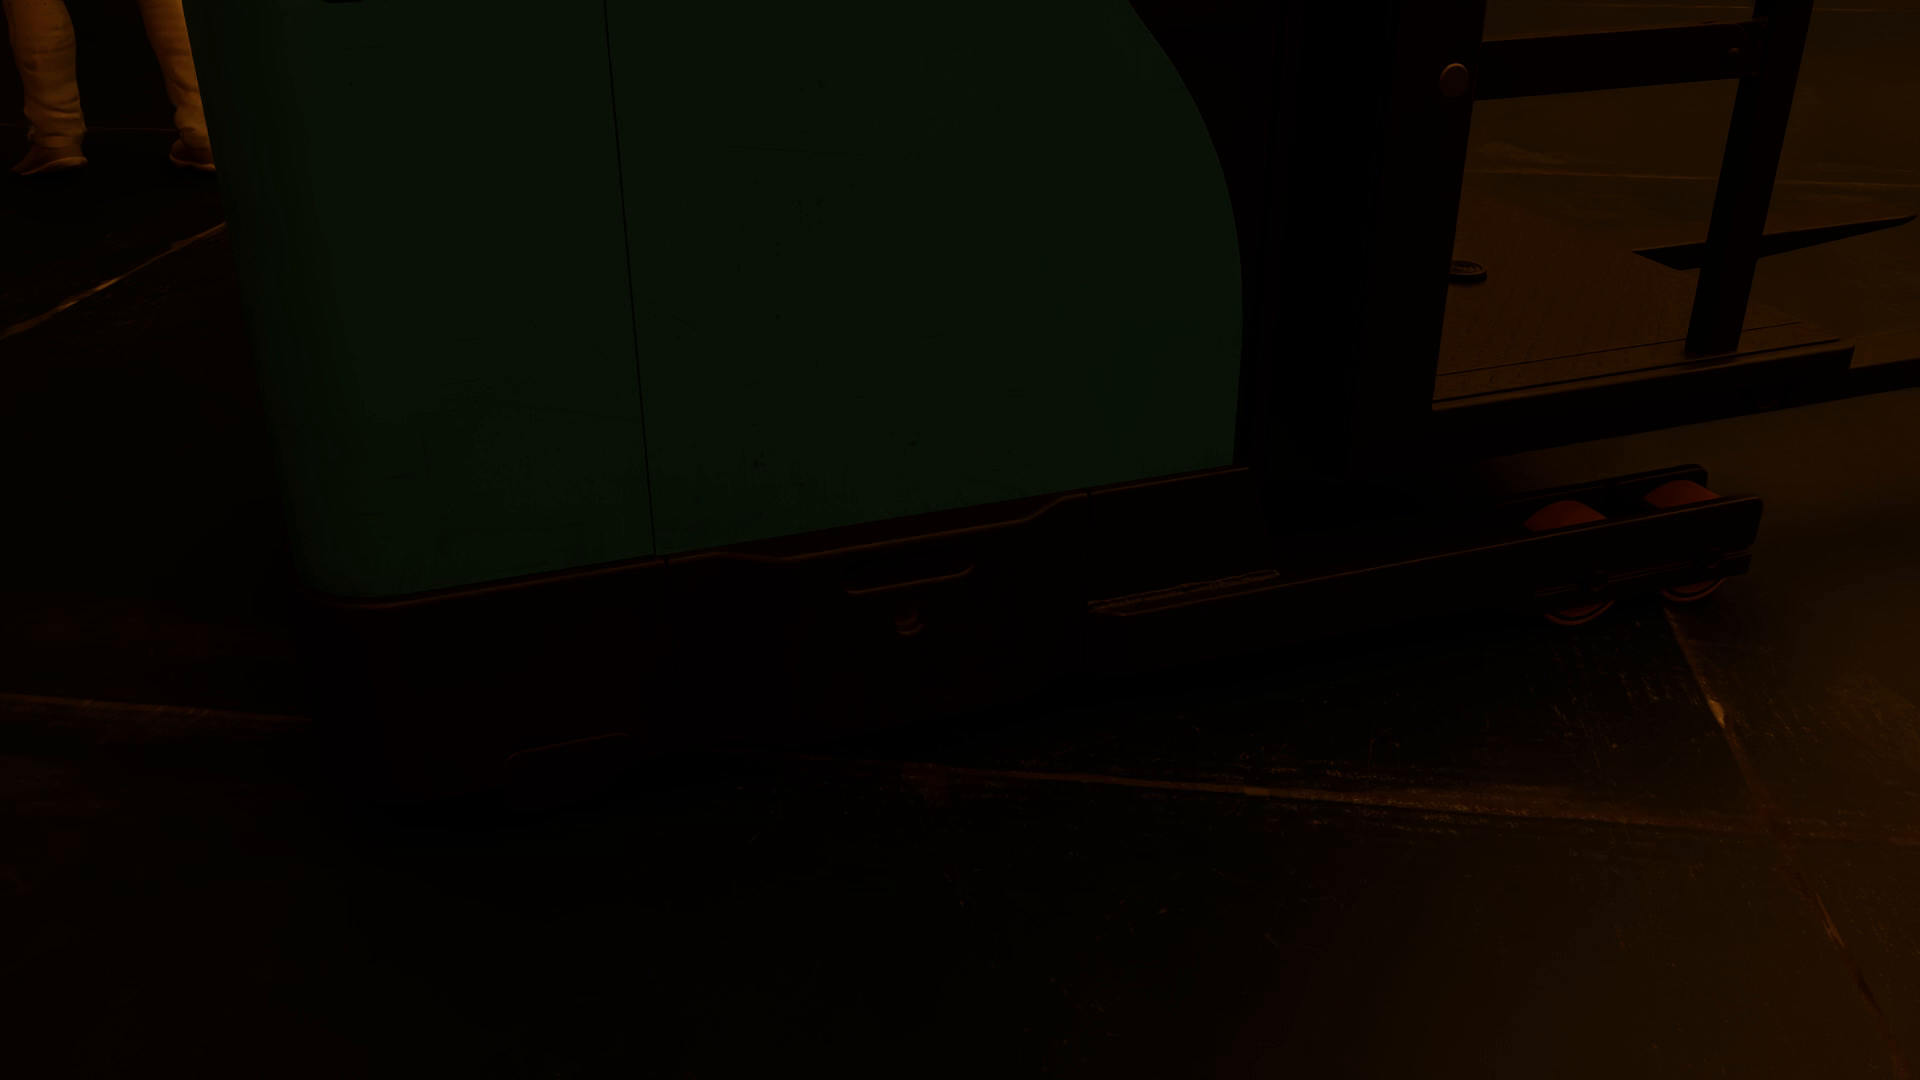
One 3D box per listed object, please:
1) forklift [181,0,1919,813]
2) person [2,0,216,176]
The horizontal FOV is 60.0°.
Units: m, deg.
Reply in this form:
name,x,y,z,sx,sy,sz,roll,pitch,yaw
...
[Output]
name,x,y,z,sx,sy,sz,roll,pitch,yaw
forklift,0.572,-1.406,2.035,3.031,2.935,1.130,-9,28,-18
person,-2.232,-1.741,4.195,0.590,1.698,0.513,-22,34,-37
